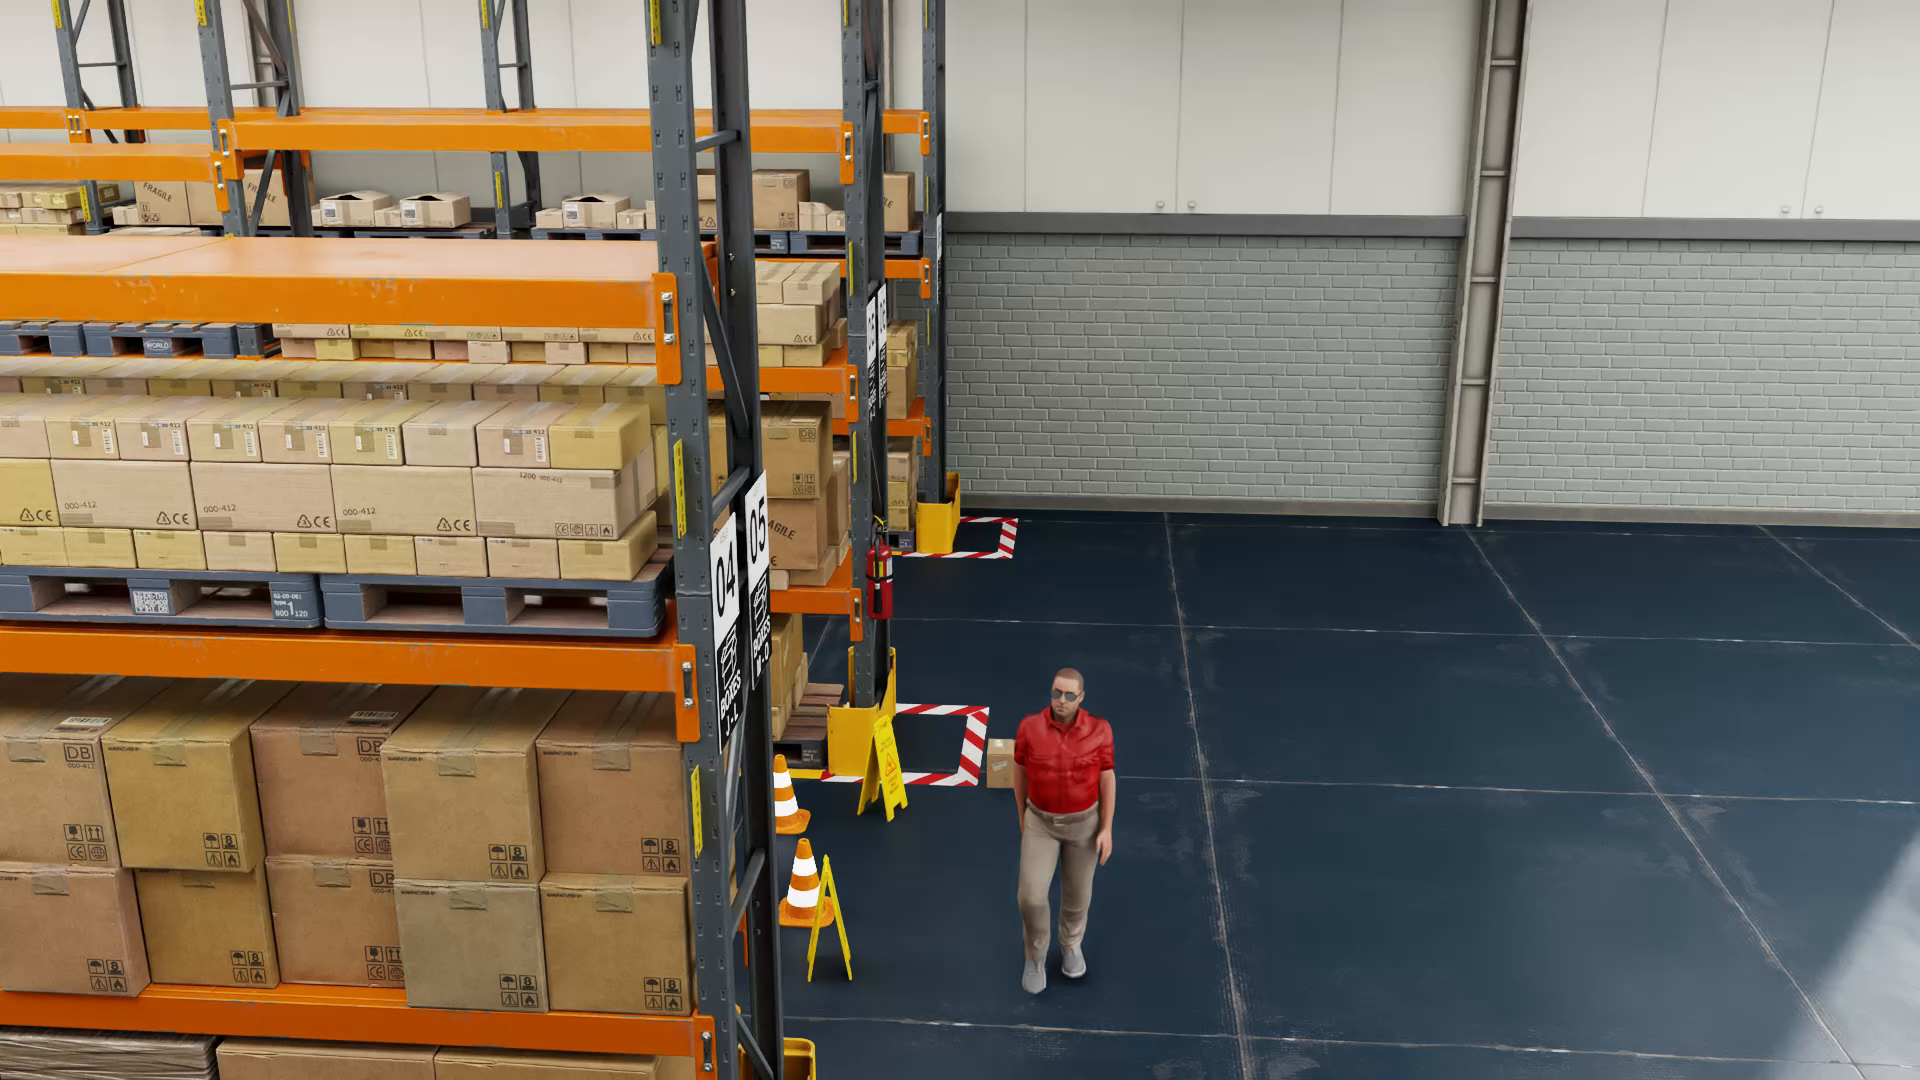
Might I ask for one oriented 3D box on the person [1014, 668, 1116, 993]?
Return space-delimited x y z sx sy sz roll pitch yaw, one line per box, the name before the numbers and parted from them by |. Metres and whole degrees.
person | 0.541 1.576 8.718 0.530 1.715 0.478 1 17 3
